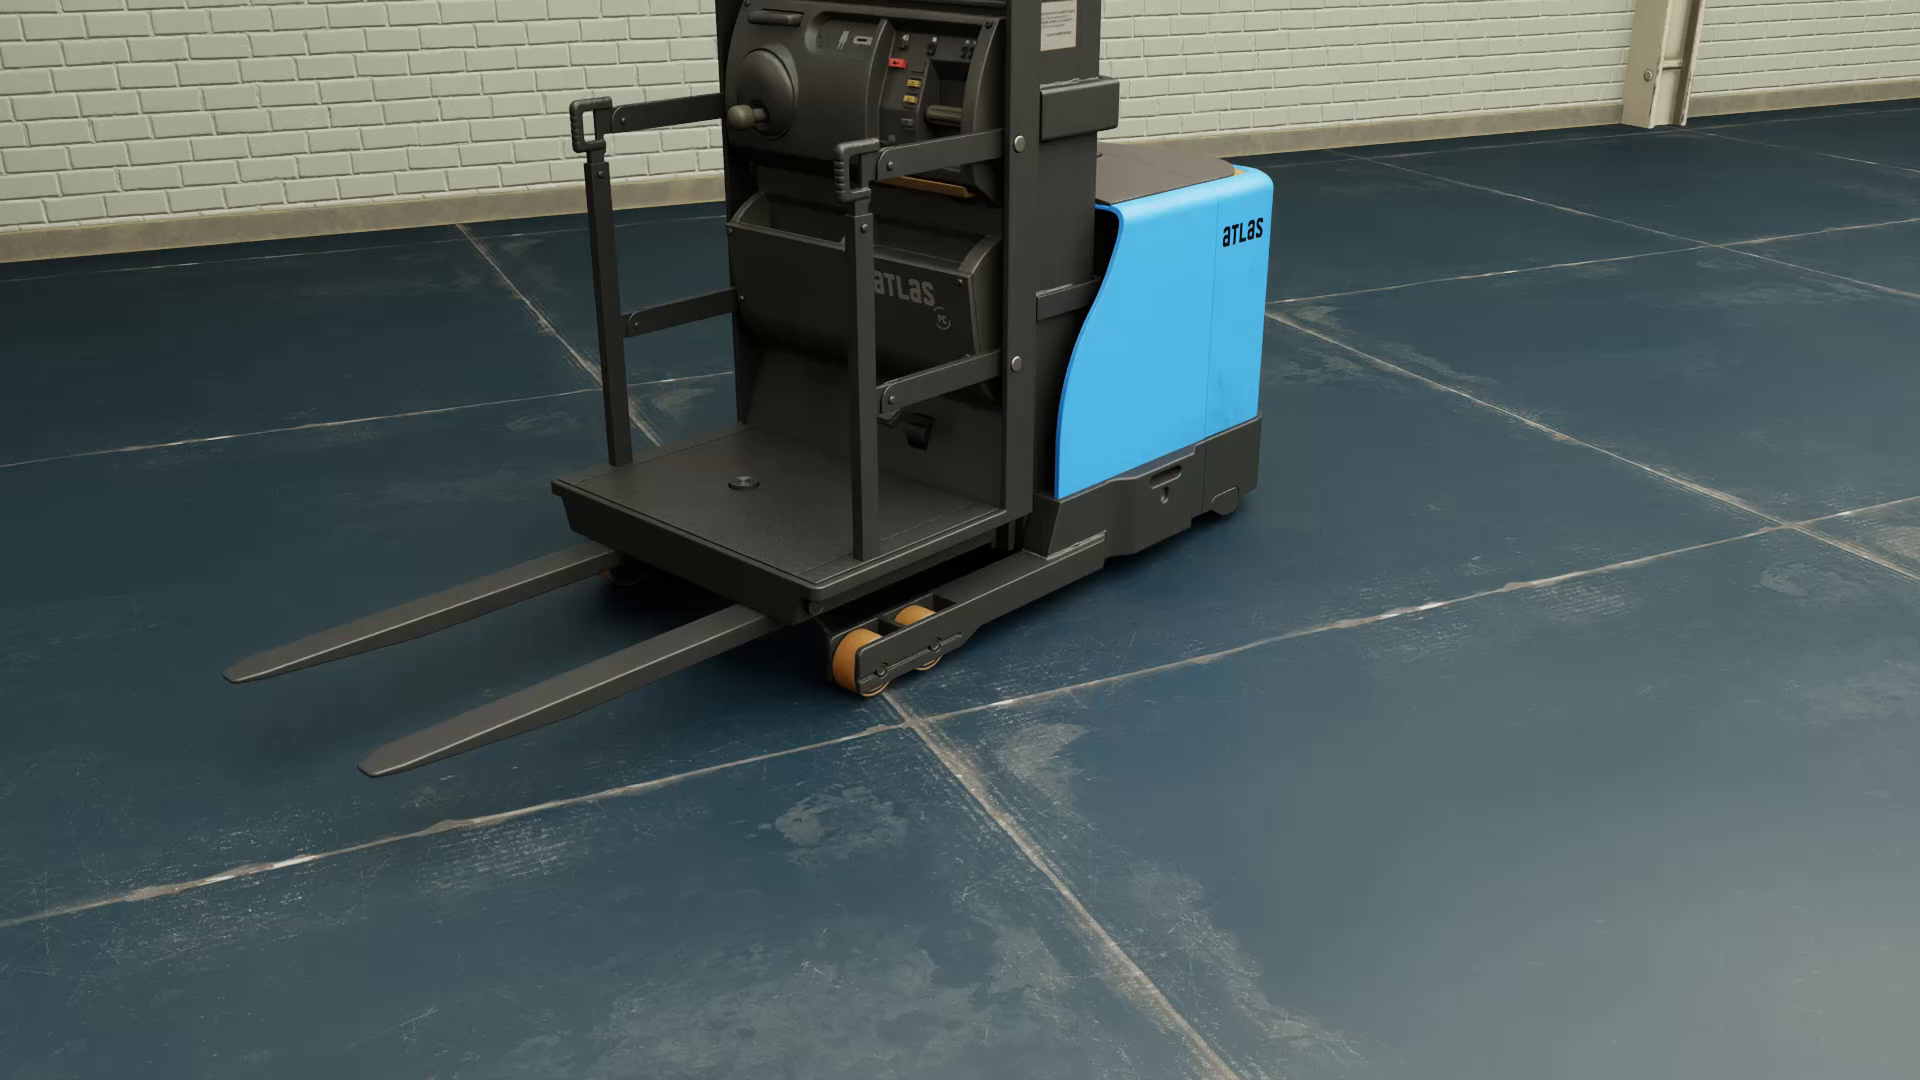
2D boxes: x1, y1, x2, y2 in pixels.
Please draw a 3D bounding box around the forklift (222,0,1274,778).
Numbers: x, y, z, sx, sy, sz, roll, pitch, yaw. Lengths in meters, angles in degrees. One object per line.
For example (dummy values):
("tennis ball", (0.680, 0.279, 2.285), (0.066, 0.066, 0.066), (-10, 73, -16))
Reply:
("forklift", (-0.413, -1.182, 4.131), (1.130, 2.935, 3.031), (19, 29, 39))
